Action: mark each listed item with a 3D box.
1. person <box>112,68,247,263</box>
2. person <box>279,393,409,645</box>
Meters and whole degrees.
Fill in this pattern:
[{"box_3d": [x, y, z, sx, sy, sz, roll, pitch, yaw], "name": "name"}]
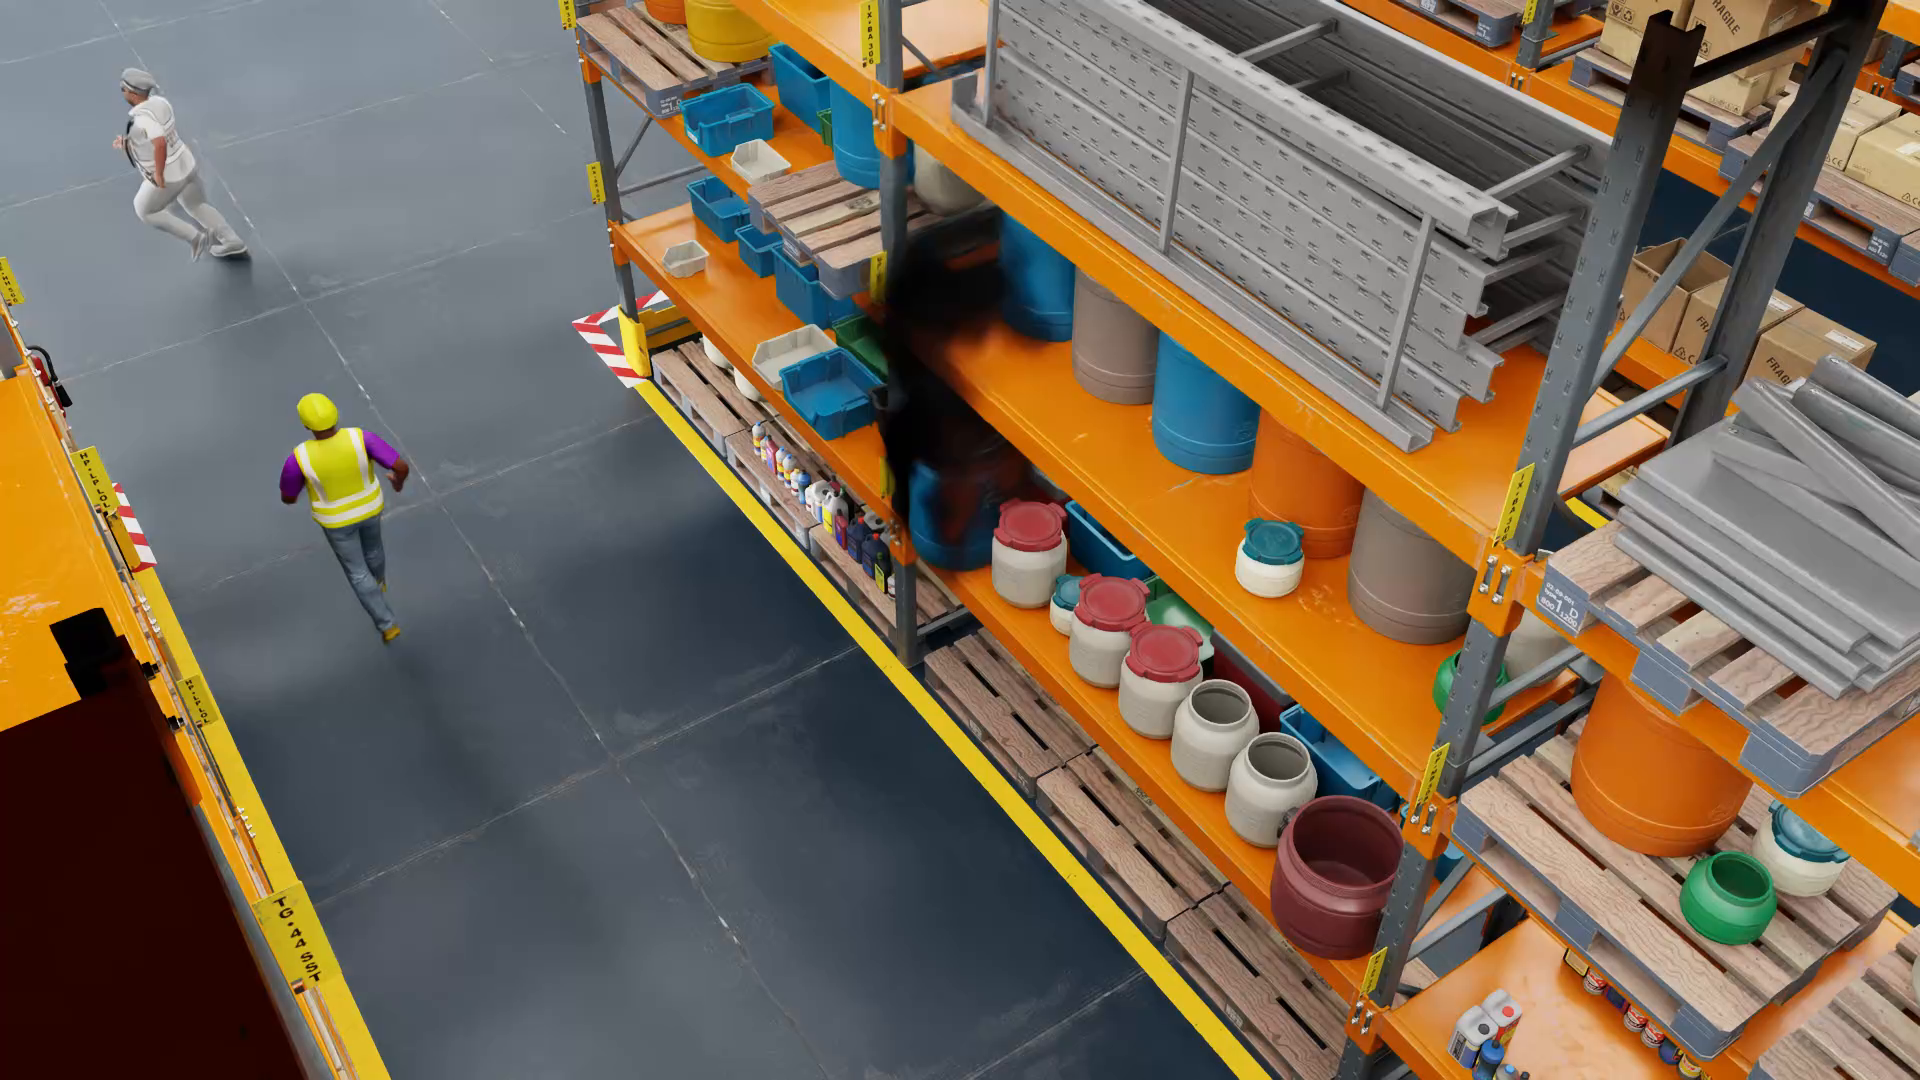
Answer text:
[{"box_3d": [-6.592, -3.059, 13.776, 0.822, 1.738, 0.685, 3, 43, 3], "name": "person"}, {"box_3d": [-3.744, -0.173, 10.228, 0.723, 1.810, 0.894, -26, 48, -25], "name": "person"}]
